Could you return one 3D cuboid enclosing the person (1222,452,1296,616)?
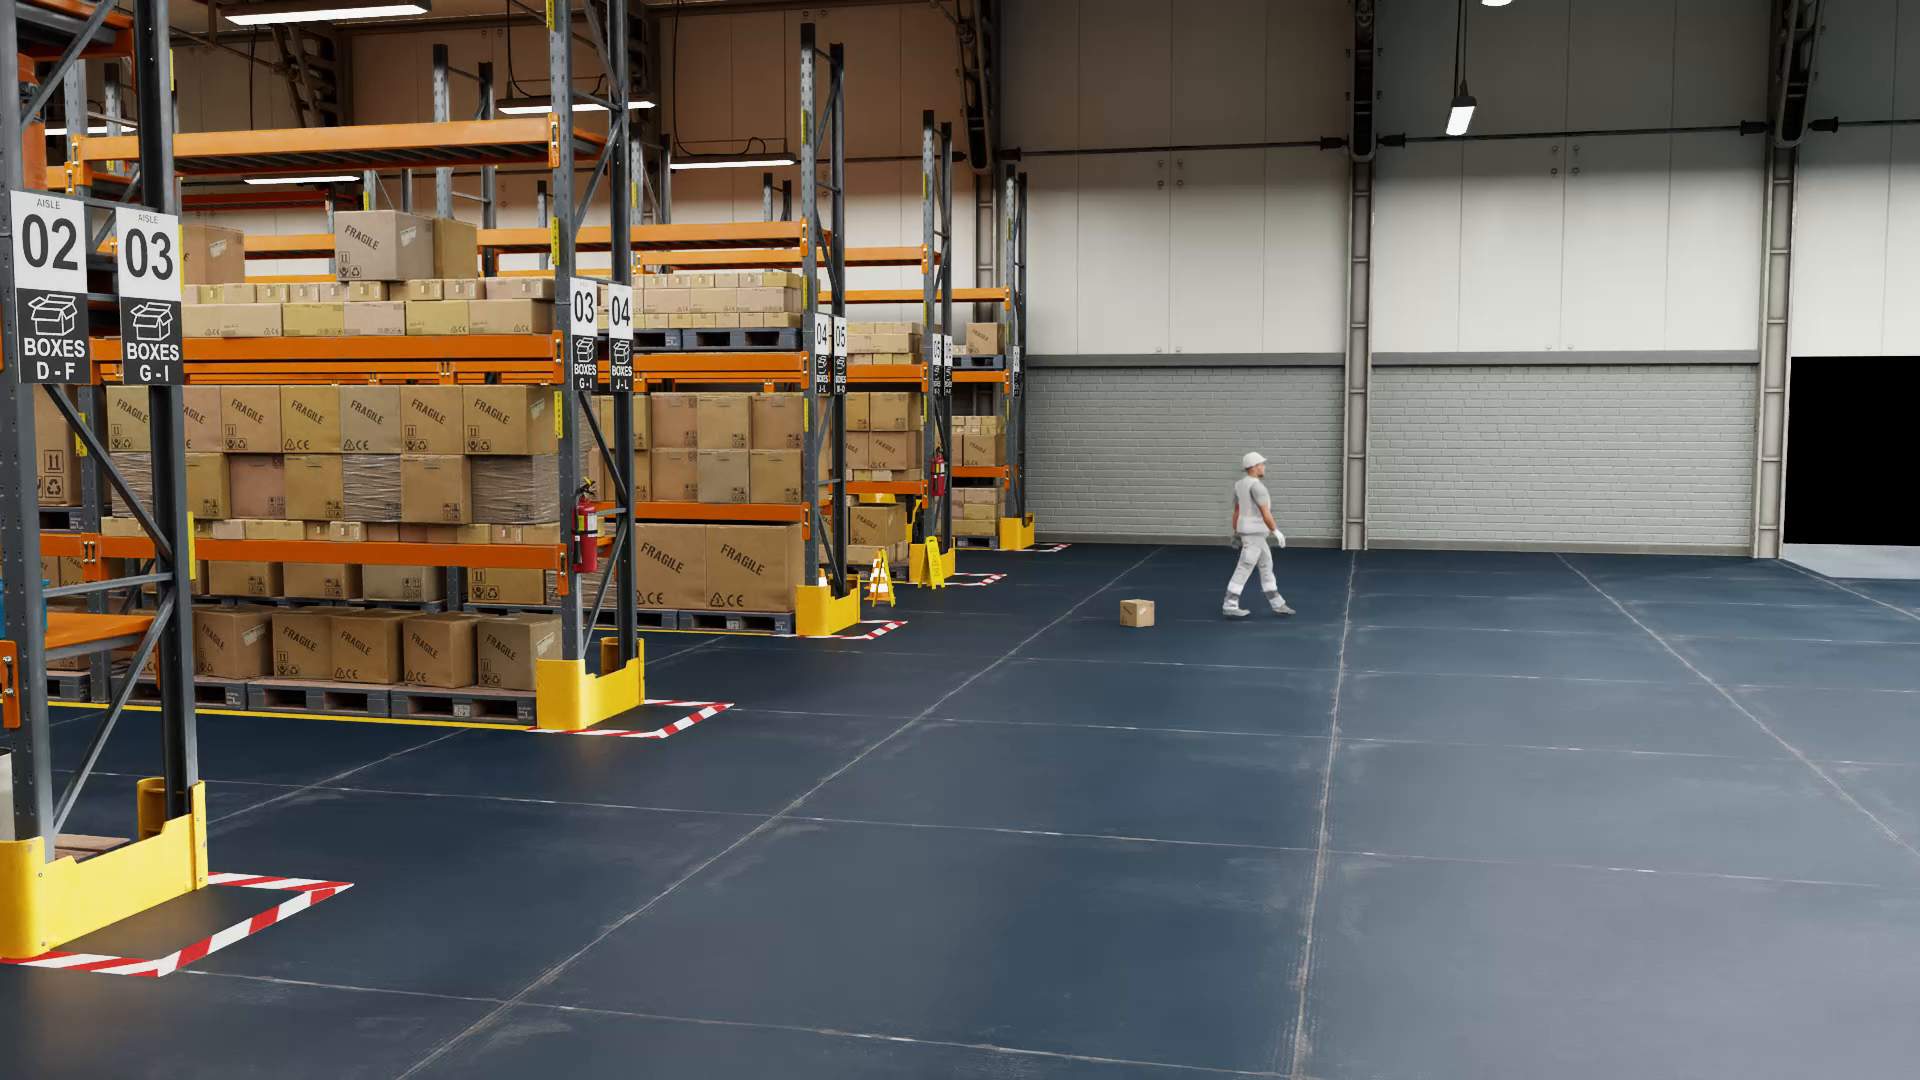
[{"bbox_3d":[3.246,-0.057,17.819,0.888,1.768,0.608,-1,5,-9],"label":"person"}]
